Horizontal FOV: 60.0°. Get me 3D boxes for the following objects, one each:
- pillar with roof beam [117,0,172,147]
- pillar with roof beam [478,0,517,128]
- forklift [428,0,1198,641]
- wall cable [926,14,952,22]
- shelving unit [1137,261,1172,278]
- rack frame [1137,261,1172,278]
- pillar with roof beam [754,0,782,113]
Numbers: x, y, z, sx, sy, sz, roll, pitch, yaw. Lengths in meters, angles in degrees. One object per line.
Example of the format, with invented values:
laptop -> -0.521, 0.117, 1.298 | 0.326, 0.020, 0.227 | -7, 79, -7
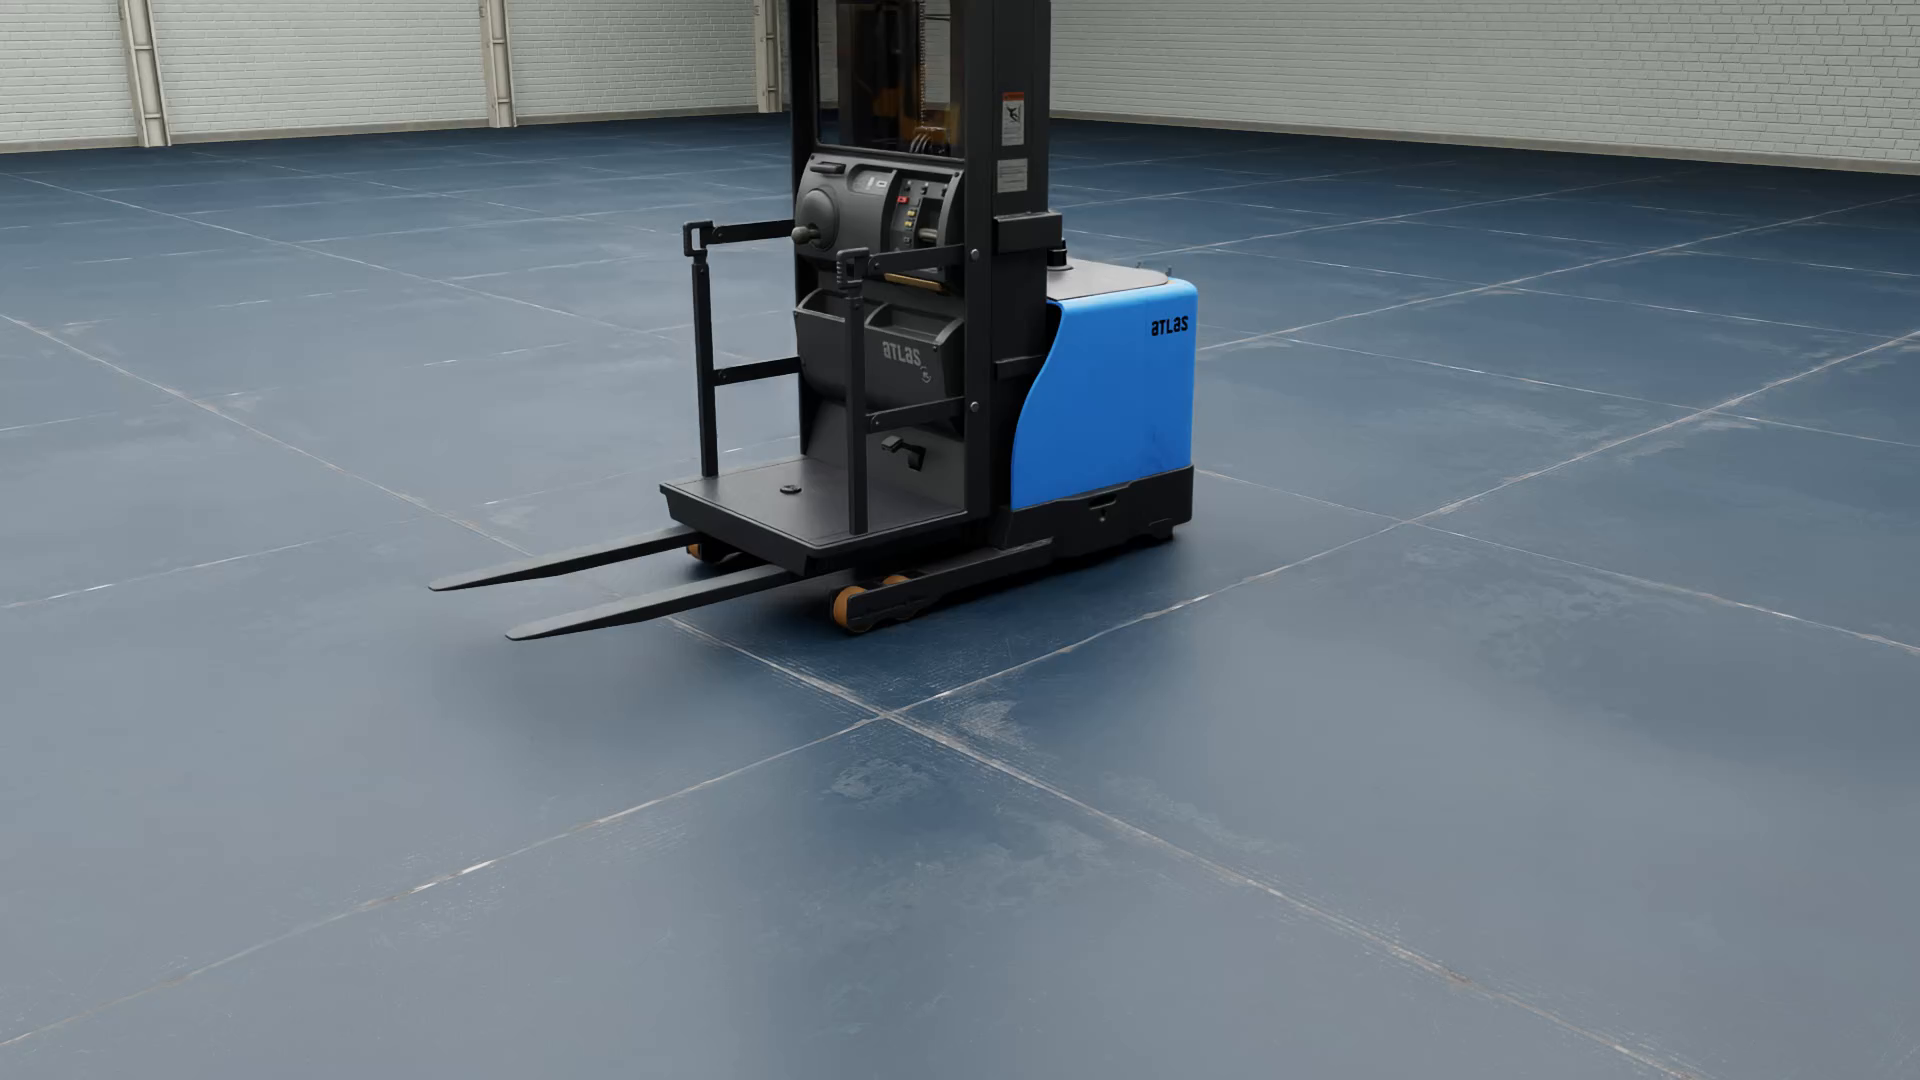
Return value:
pillar with roof beam -> -9.626, -9.480, 21.632 | 0.400, 9.000, 9.100 | -16, 24, -41
pillar with roof beam -> -5.266, -10.751, 25.553 | 0.400, 9.000, 9.100 | -16, 24, -41
forklift -> -0.473, -1.244, 6.068 | 3.031, 2.935, 1.130 | -14, 23, -38
wall cable -> -0.815, -11.838, 33.940 | 0.112, 2.526, 3.097 | -16, 24, -41
shelving unit -> 0.757, -0.693, 7.414 | 0.252, 1.050, 0.215 | -13, 22, -38
rack frame -> 0.851, -0.715, 7.489 | 0.008, 1.050, 0.200 | -13, 22, -38
pillar with roof beam -> -0.907, -12.022, 29.474 | 0.400, 9.000, 9.100 | -16, 24, -41
